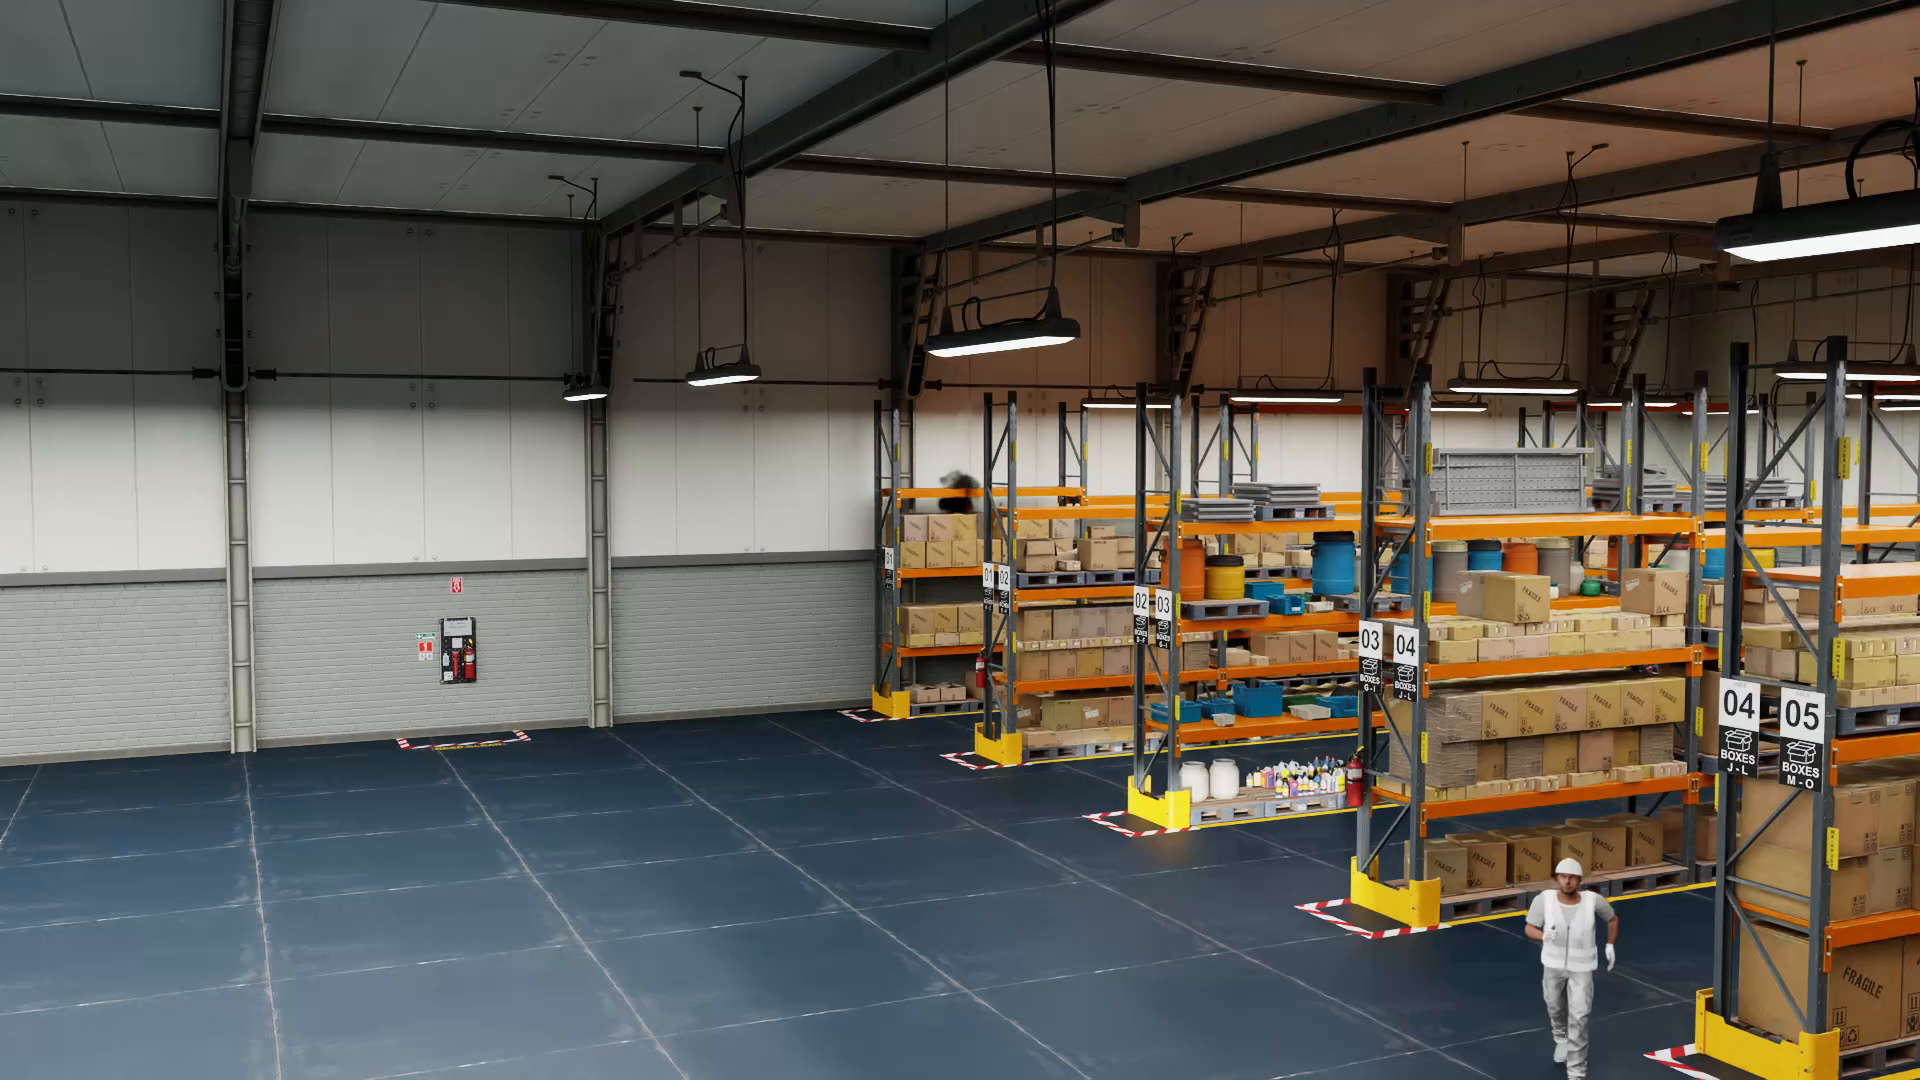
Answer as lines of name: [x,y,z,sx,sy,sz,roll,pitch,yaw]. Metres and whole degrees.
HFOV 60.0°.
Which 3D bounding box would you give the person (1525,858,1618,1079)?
person: [4.925,3.474,13.442,0.681,1.822,0.915,2,4,28]
